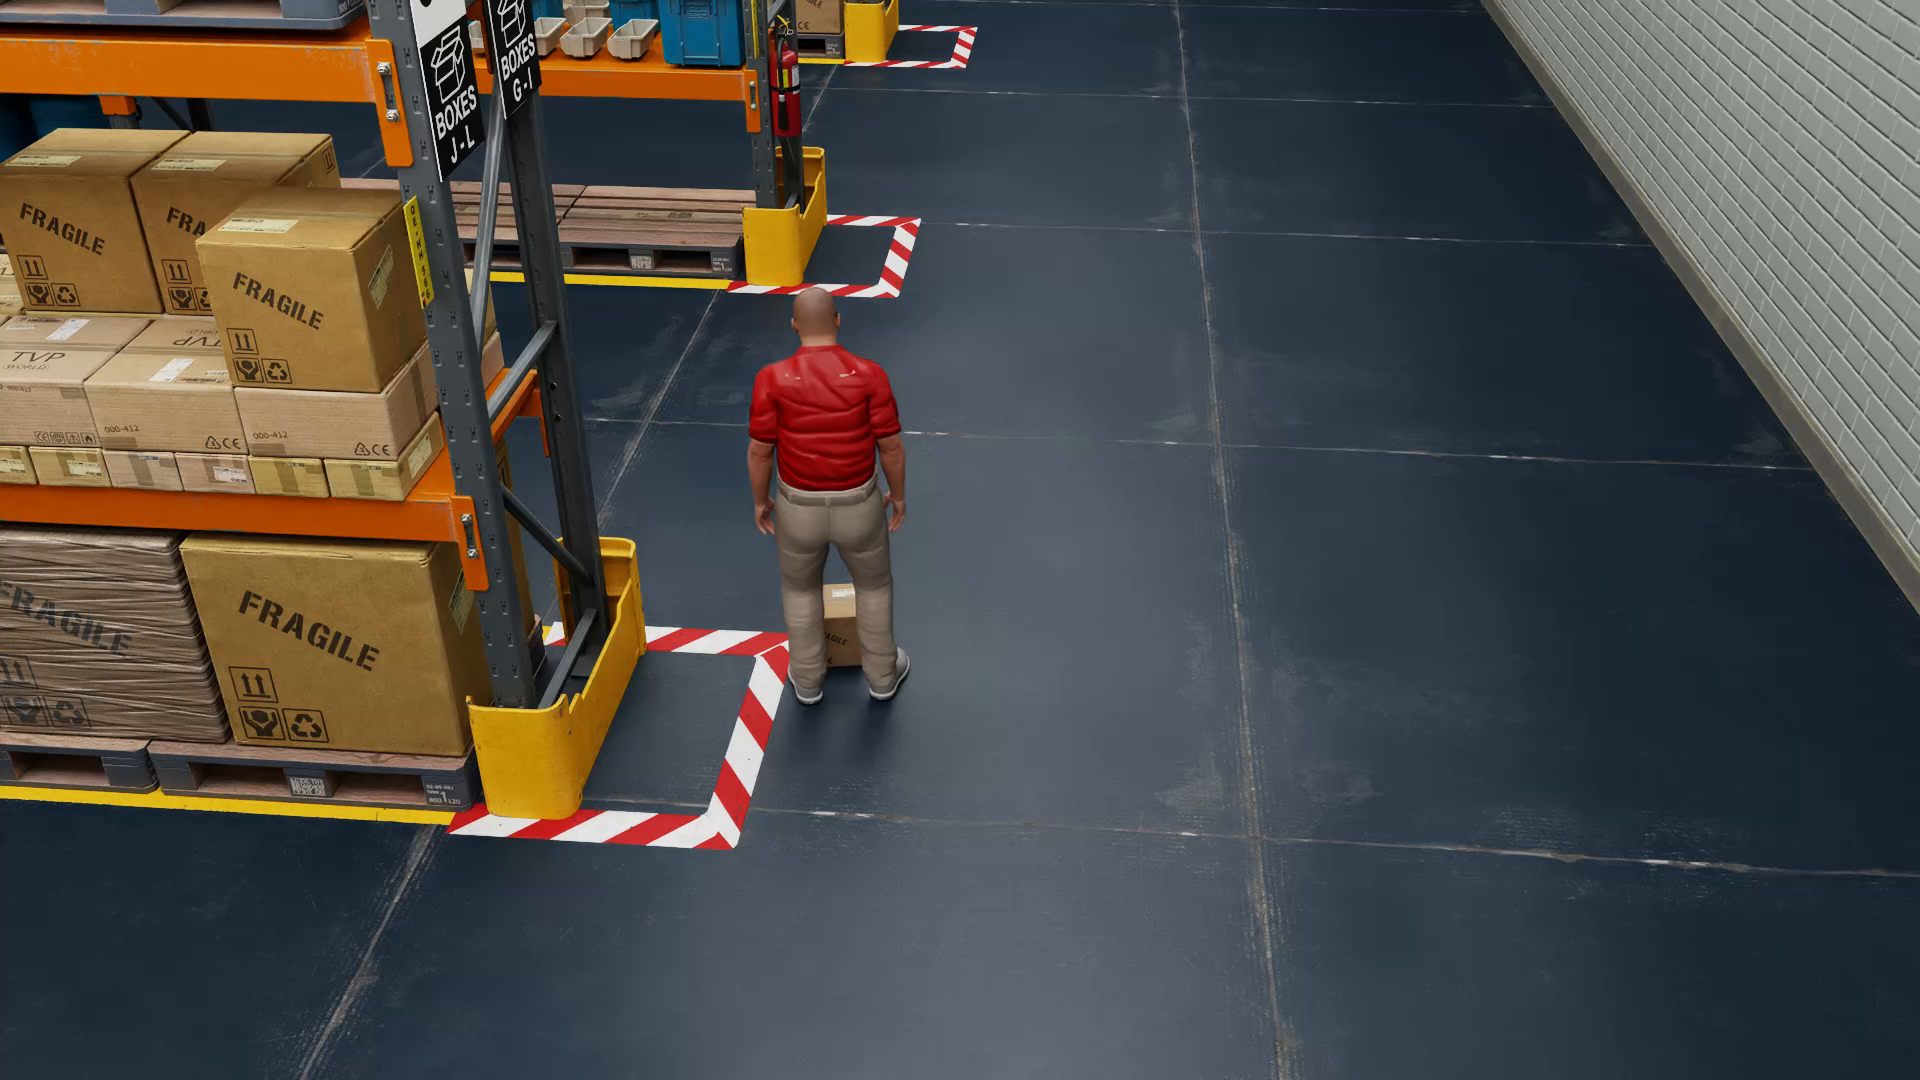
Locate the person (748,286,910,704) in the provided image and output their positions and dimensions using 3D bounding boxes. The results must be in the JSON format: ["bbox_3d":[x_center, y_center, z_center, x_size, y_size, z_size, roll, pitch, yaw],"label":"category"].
[{"bbox_3d":[-0.498,-0.138,6.372,0.589,1.726,0.393,-1,32,-2],"label":"person"}]
